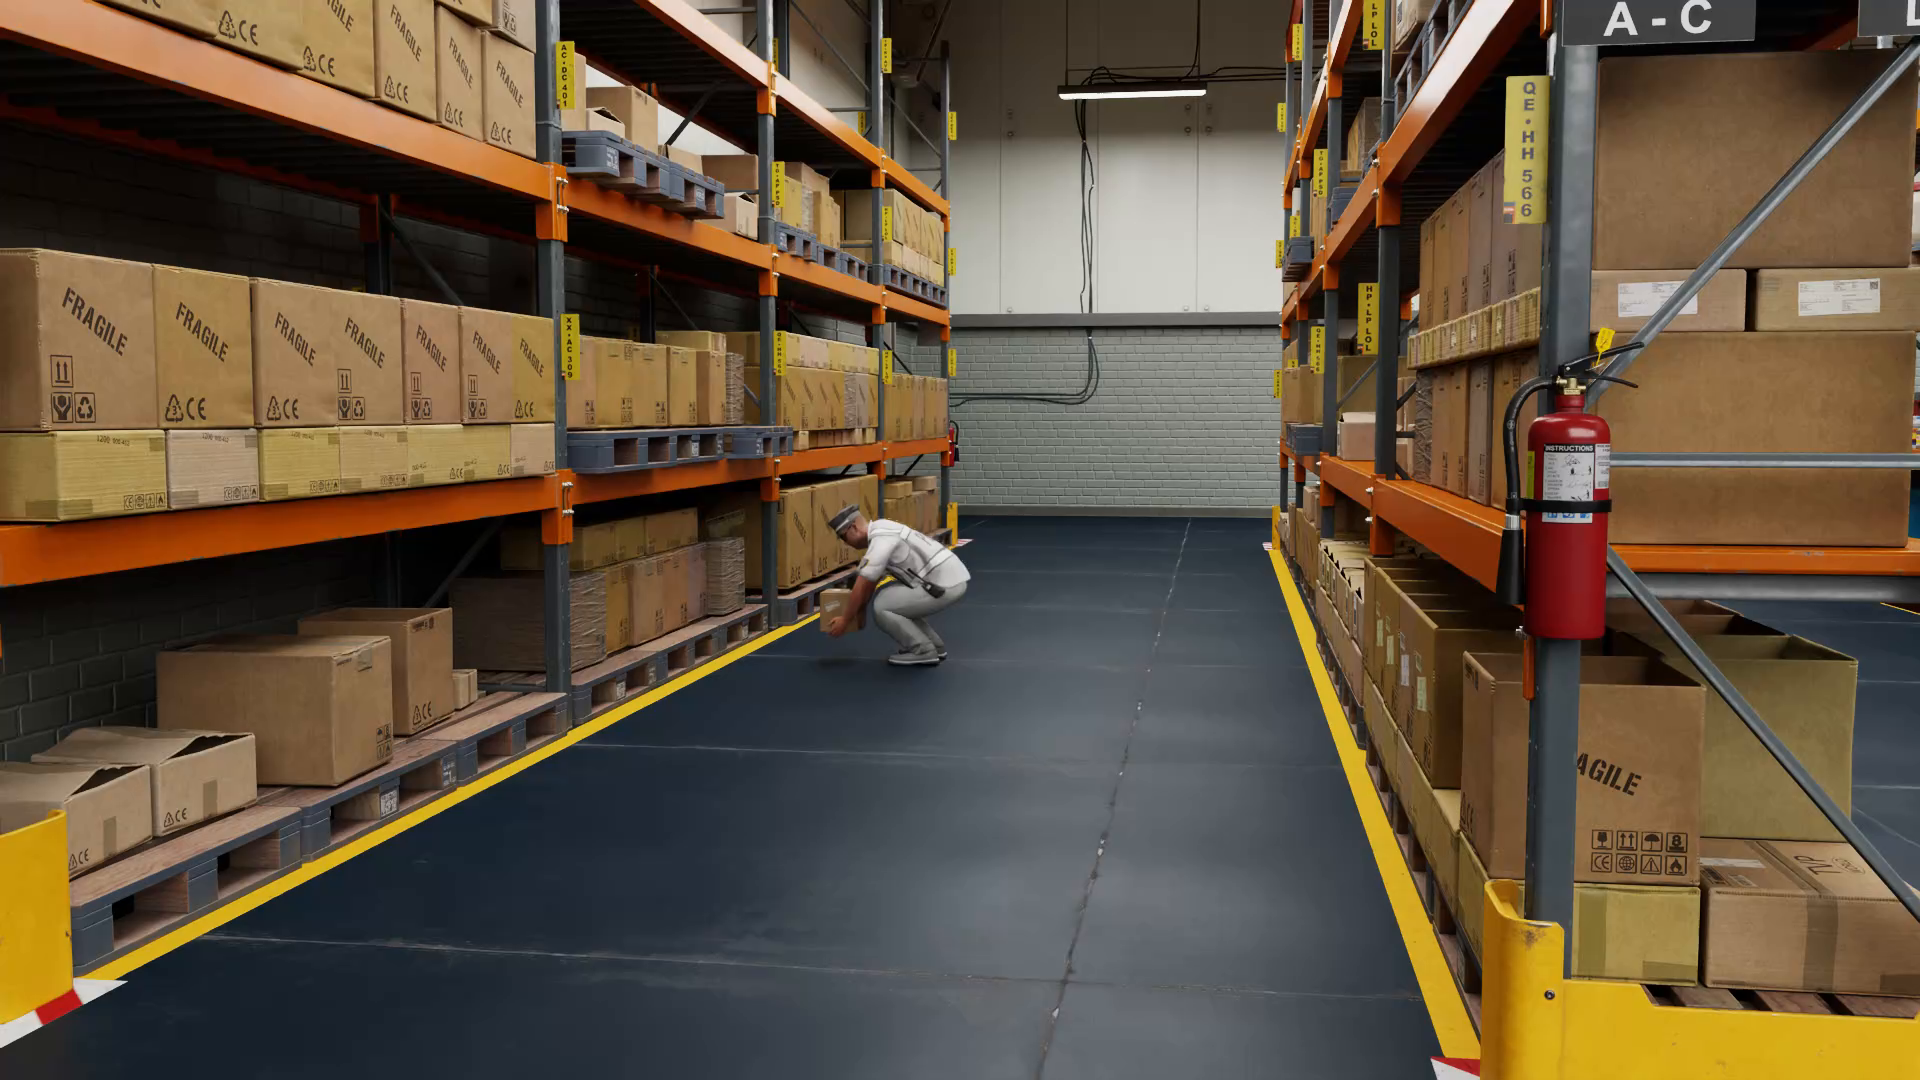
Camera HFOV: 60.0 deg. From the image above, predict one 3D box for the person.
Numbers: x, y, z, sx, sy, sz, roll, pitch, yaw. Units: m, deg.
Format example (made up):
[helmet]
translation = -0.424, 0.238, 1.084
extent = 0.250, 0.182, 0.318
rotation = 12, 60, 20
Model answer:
[person]
translation = -0.399, 0.279, 10.725
extent = 0.914, 1.028, 0.565
rotation = 1, 4, 8
